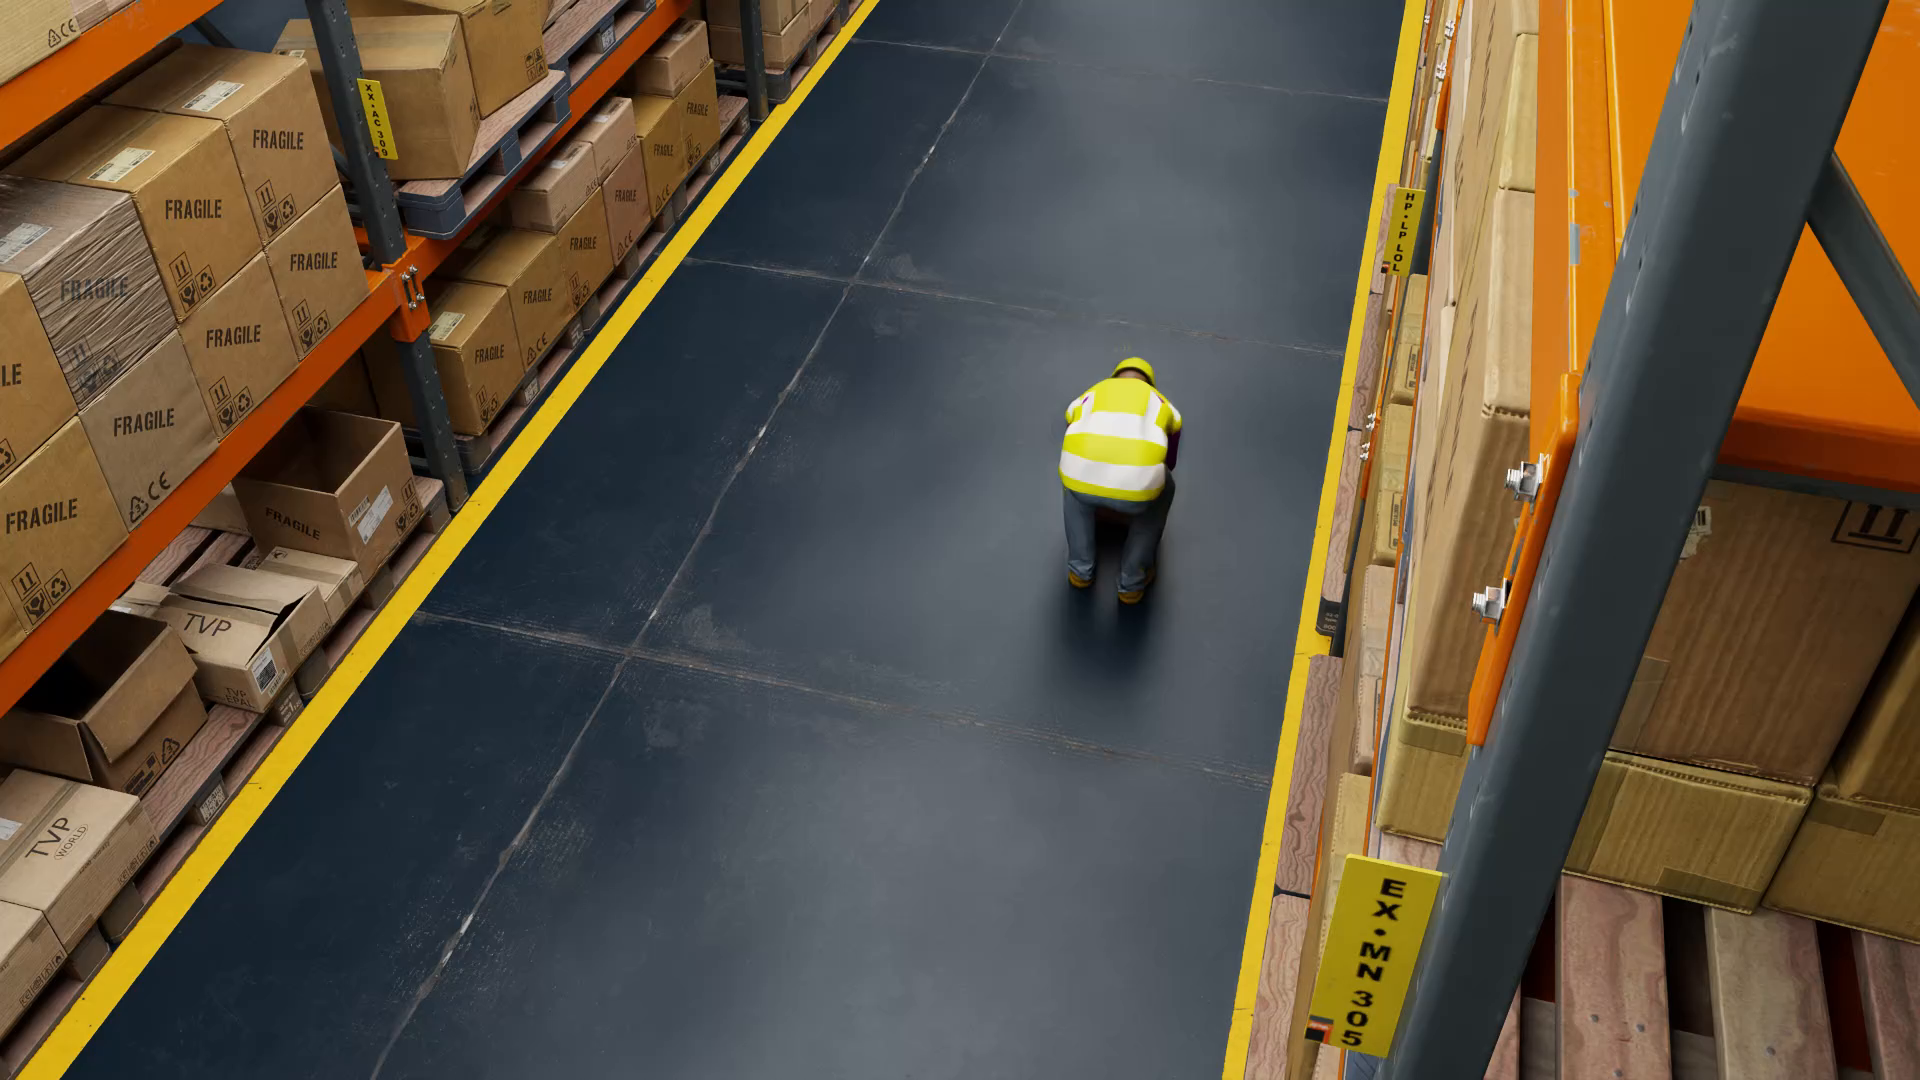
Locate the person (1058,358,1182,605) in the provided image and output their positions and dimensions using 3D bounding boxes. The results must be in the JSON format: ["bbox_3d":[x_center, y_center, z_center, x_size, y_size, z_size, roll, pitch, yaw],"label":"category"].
[{"bbox_3d":[0.674,-0.291,7.119,0.508,0.925,0.975,8,41,10],"label":"person"}]
